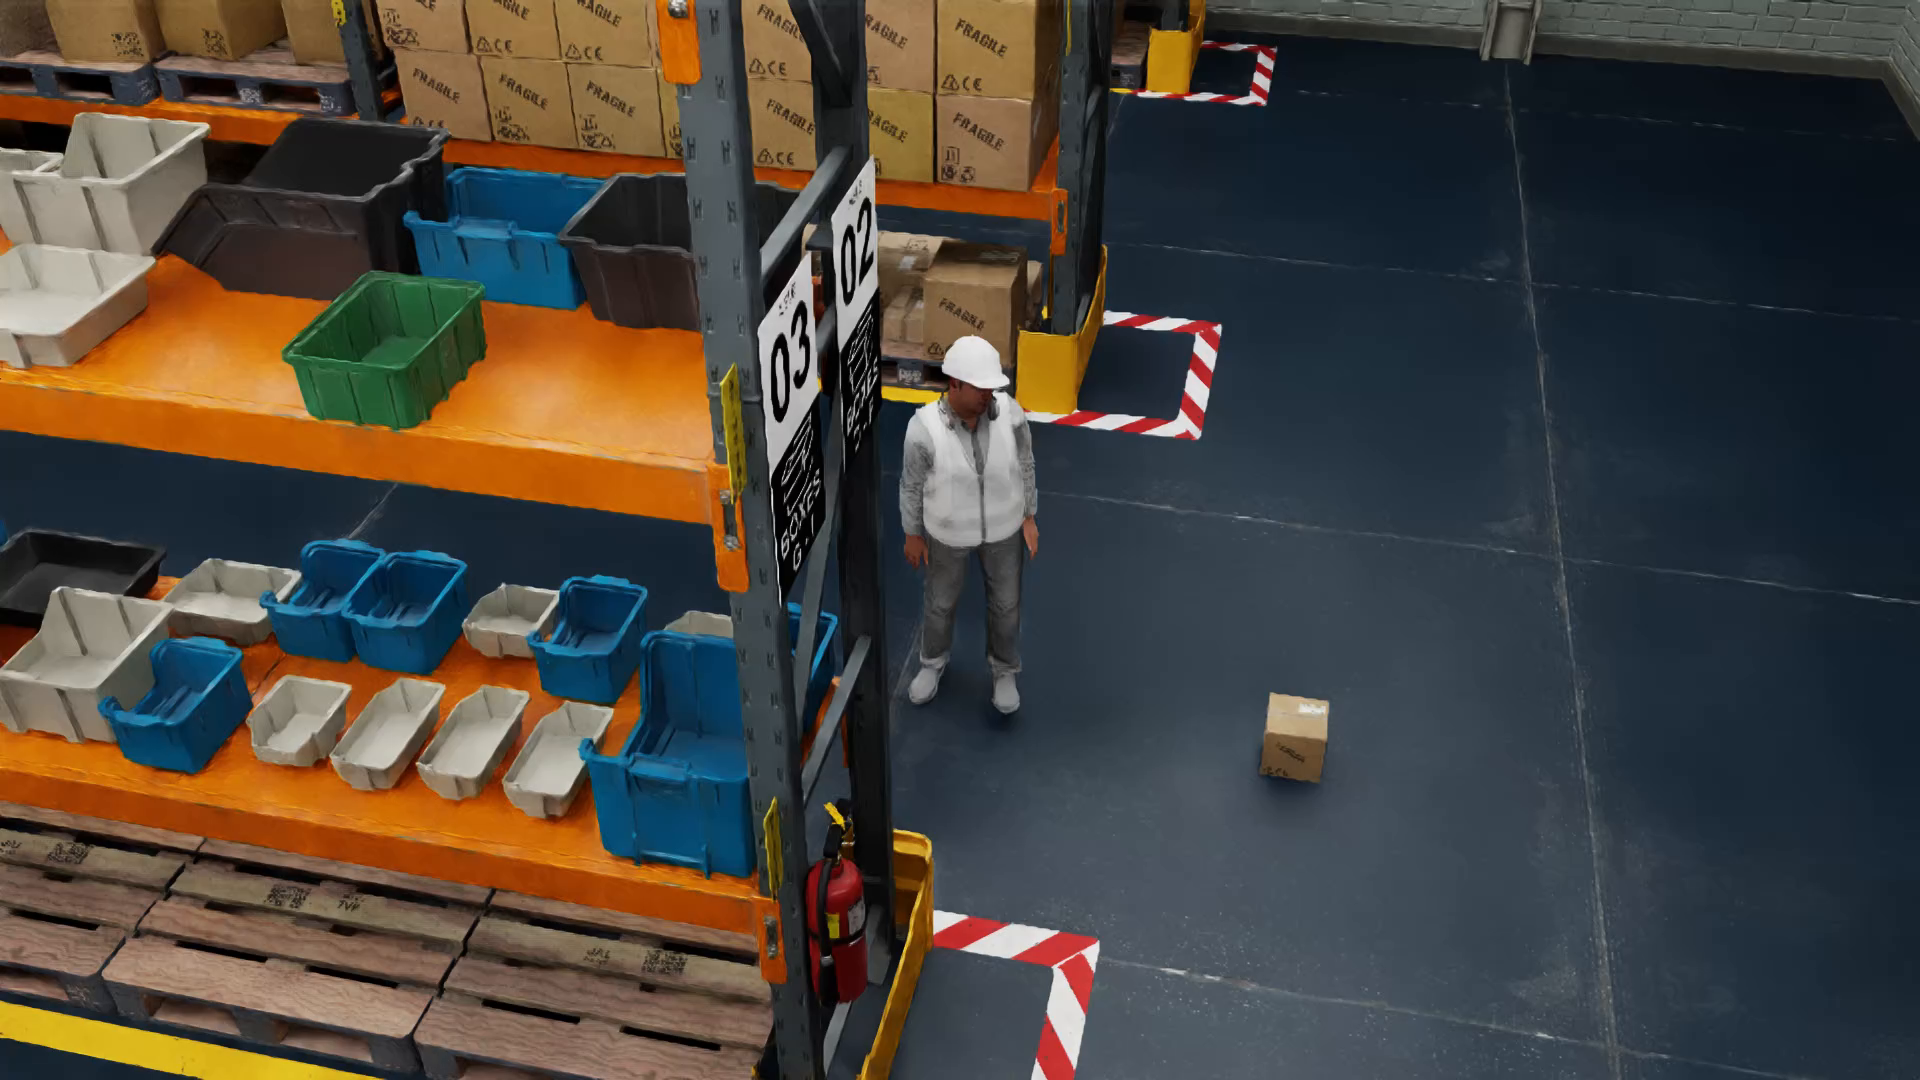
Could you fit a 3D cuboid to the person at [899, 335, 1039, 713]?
[{"bbox_3d":[0.045,-0.037,6.947,0.577,1.779,0.472,-8,37,-11],"label":"person"}]
